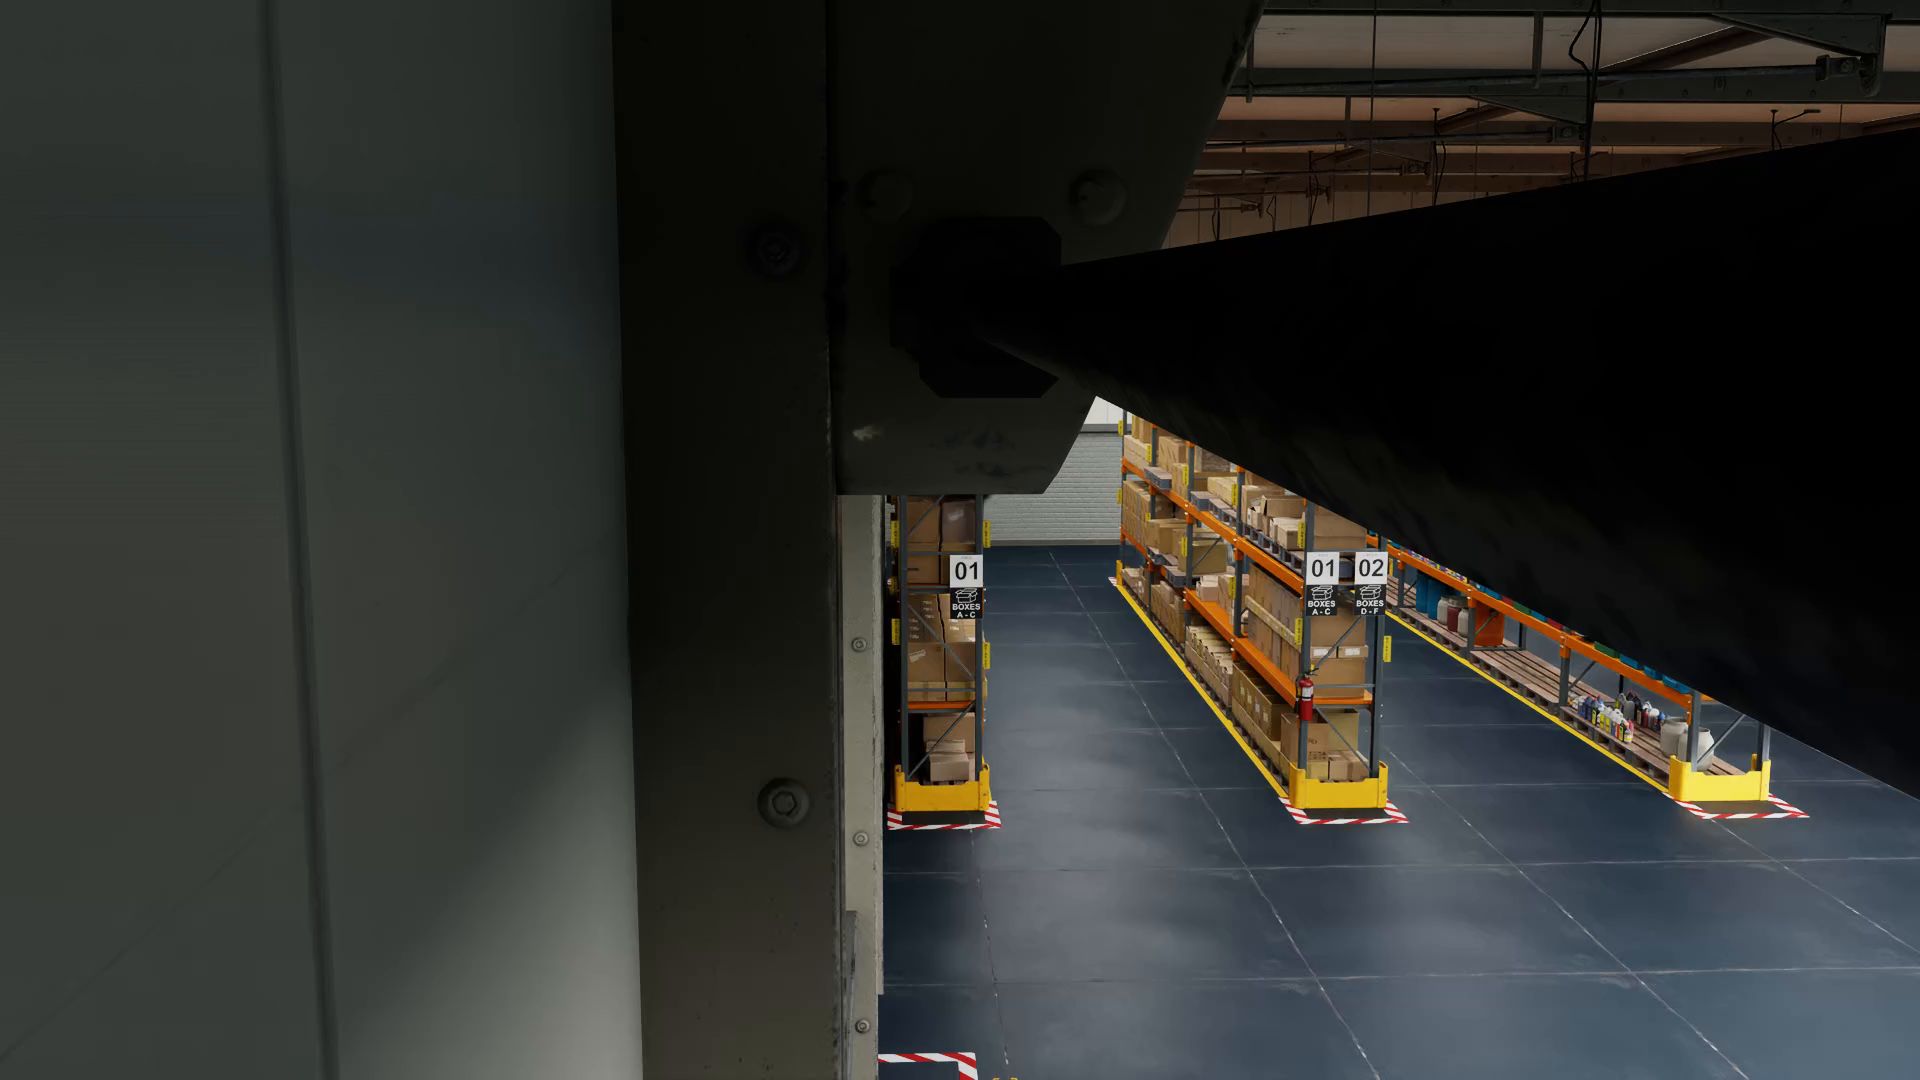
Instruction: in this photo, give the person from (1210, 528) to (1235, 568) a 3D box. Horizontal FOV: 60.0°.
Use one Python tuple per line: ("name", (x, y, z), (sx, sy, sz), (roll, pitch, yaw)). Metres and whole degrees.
("person", (5.776, 0.142, 36.182), (0.686, 1.749, 0.542), (-4, 9, -25))
